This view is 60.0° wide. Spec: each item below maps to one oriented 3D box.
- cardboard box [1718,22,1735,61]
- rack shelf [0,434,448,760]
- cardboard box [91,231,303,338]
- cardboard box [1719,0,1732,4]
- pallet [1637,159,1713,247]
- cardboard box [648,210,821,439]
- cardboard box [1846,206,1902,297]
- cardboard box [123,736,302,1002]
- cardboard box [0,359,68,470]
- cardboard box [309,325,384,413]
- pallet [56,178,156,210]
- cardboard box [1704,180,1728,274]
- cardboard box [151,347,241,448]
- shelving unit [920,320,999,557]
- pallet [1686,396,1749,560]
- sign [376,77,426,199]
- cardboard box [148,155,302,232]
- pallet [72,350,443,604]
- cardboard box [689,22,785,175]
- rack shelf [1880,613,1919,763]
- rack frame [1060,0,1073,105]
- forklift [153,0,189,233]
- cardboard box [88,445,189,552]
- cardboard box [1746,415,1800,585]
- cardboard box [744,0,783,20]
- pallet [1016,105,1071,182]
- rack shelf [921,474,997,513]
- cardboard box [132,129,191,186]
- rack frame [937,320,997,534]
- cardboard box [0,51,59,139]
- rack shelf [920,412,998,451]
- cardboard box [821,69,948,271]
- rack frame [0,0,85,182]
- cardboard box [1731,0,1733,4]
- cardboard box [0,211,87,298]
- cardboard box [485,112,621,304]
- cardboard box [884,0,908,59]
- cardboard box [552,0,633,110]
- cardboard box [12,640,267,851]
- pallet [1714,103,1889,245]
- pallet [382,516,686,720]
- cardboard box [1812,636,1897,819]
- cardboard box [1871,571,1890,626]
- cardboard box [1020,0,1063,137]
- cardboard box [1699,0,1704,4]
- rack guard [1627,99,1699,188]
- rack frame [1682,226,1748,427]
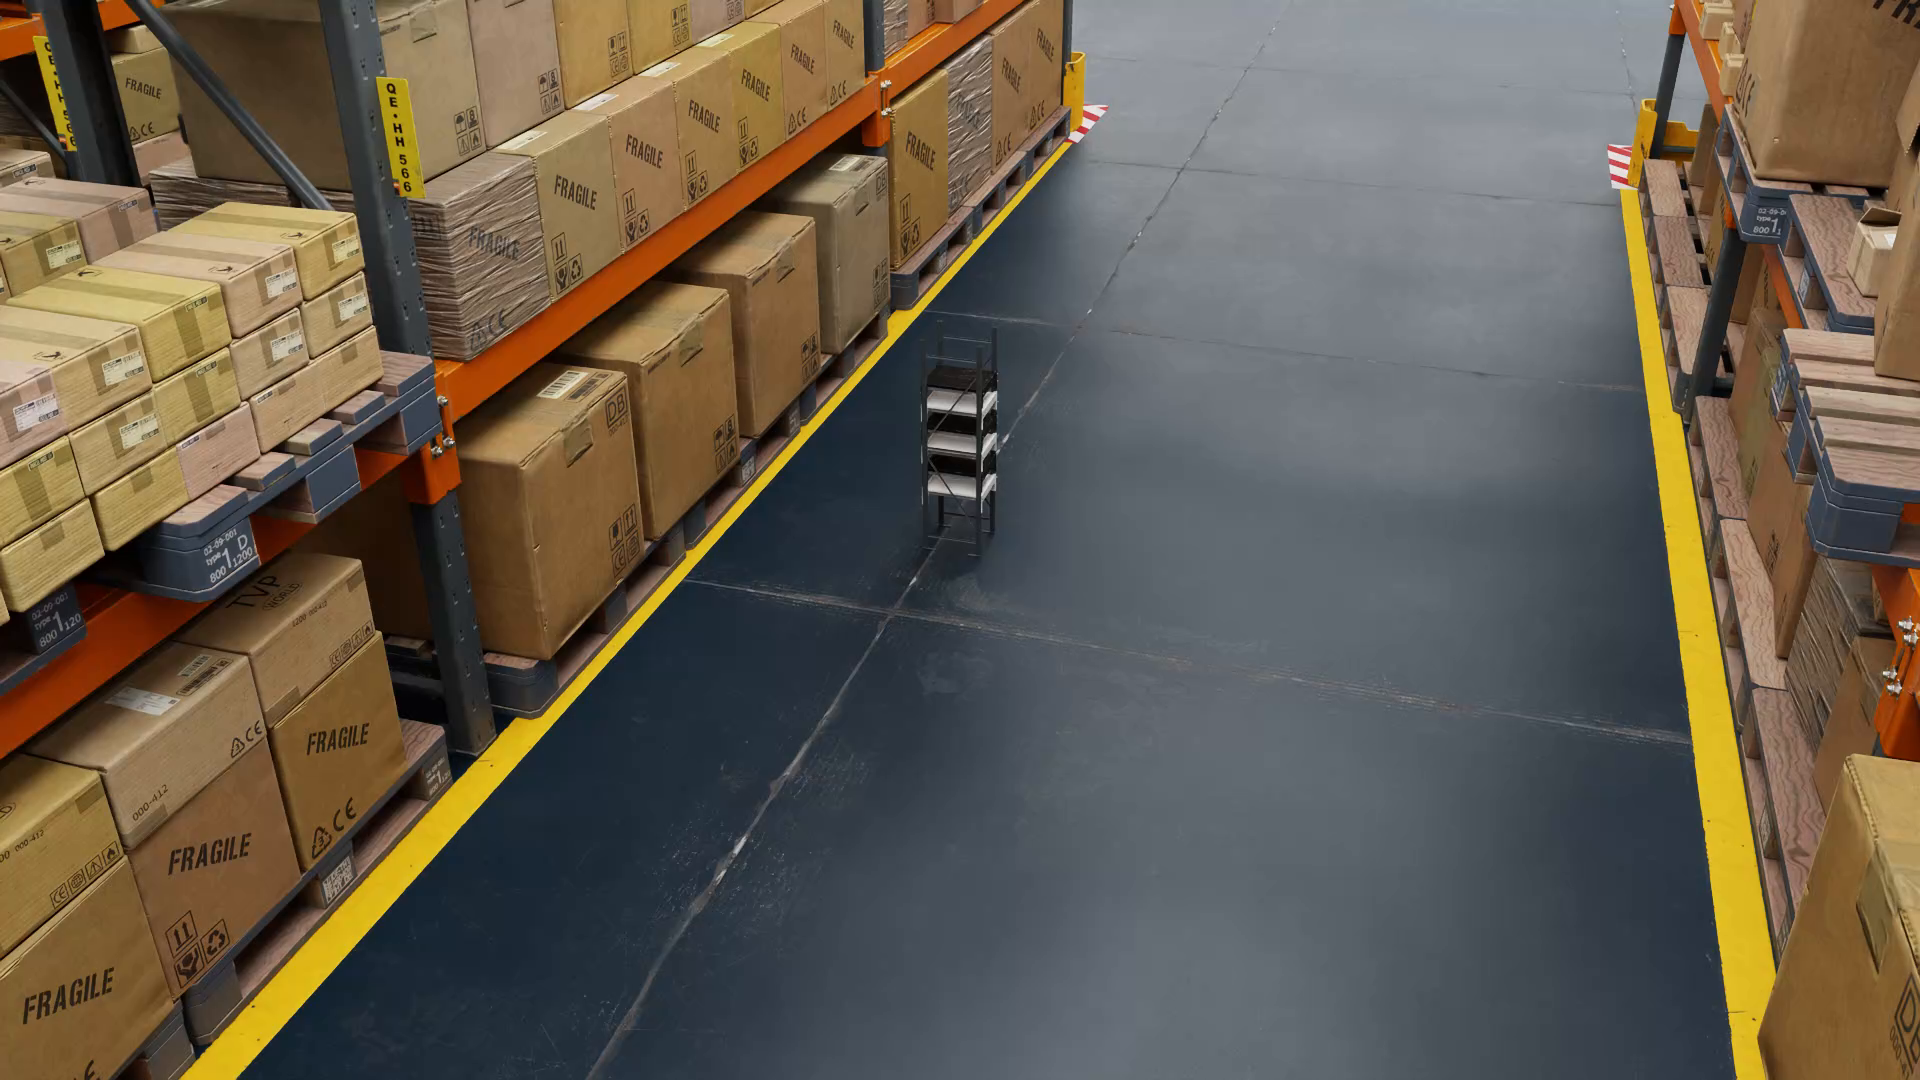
[{"bbox_3d":[4.081,-2.522,8.457,0.380,0.149,0.250,8,30,15],"label":"cardboard box"},{"bbox_3d":[-2.628,0.553,3.411,1.077,0.370,4.000,8,30,15],"label":"rack shelf"},{"bbox_3d":[-1.823,-0.615,3.985,0.380,0.149,0.250,8,30,14],"label":"cardboard box"},{"bbox_3d":[4.347,-2.864,9.071,0.380,0.149,0.250,8,30,15],"label":"cardboard box"},{"bbox_3d":[4.724,-2.028,10.178,1.003,0.211,1.213,8,30,15],"label":"pallet"},{"bbox_3d":[-1.250,-1.001,7.346,1.050,0.750,0.750,8,30,15],"label":"cardboard box"},{"bbox_3d":[2.902,-0.874,4.943,0.396,0.266,0.258,8,30,13],"label":"cardboard box"},{"bbox_3d":[-2.140,0.802,4.362,0.500,0.500,0.500,10,31,17],"label":"cardboard box"},{"bbox_3d":[-2.051,-0.257,3.342,0.380,0.149,0.250,9,30,15],"label":"cardboard box"},{"bbox_3d":[-1.746,-0.470,4.335,0.380,0.149,0.250,9,30,16],"label":"cardboard box"},{"bbox_3d":[-5.465,-2.308,10.681,1.003,0.211,1.213,8,30,15],"label":"pallet"},{"bbox_3d":[4.269,-1.633,8.740,0.500,0.500,0.500,6,30,10],"label":"cardboard box"},{"bbox_3d":[-1.902,-0.353,3.820,0.380,0.149,0.250,9,30,16],"label":"cardboard box"},{"bbox_3d":[-0.002,-0.389,6.524,0.258,0.900,0.210,8,30,15],"label":"shelving unit"},{"bbox_3d":[3.618,-0.214,6.918,1.003,0.211,1.213,8,30,15],"label":"pallet"},{"bbox_3d":[-1.519,-1.089,4.513,0.100,0.325,0.005,8,30,15],"label":"sign"},{"bbox_3d":[-2.166,-0.982,5.327,0.500,0.500,0.500,8,30,15],"label":"cardboard box"},{"bbox_3d":[-2.148,-0.261,4.330,1.213,0.211,1.003,8,30,15],"label":"pallet"},{"bbox_3d":[-1.061,-1.843,6.875,0.500,0.500,0.500,9,30,15],"label":"cardboard box"},{"bbox_3d":[2.084,1.308,2.054,1.077,0.370,4.000,8,30,15],"label":"rack shelf"},{"bbox_3d":[0.307,-4.409,11.590,1.000,3.000,0.127,8,30,15],"label":"rack frame"},{"bbox_3d":[-2.811,-2.207,7.703,1.130,2.935,3.031,4,29,7],"label":"forklift"},{"bbox_3d":[-1.973,-0.120,3.706,0.380,0.149,0.250,8,30,14],"label":"cardboard box"},{"bbox_3d":[3.322,-0.134,6.023,0.700,0.500,0.500,6,30,11],"label":"cardboard box"},{"bbox_3d":[-1.156,-2.560,7.134,0.700,0.500,0.500,8,30,14],"label":"cardboard box"},{"bbox_3d":[0.147,-2.807,11.579,1.003,0.211,1.213,8,30,15],"label":"pallet"},{"bbox_3d":[-0.002,-0.203,6.628,0.258,0.077,0.200,8,30,15],"label":"rack shelf"},{"bbox_3d":[-5.197,-2.427,10.423,0.500,0.250,0.500,7,30,13],"label":"cardboard box"},{"bbox_3d":[0.027,-0.437,6.609,0.240,0.900,0.006,8,30,15],"label":"rack frame"},{"bbox_3d":[-5.711,-2.832,10.380,0.500,0.500,0.500,8,30,14],"label":"cardboard box"},{"bbox_3d":[-0.002,-0.439,6.497,0.258,0.077,0.200,8,30,15],"label":"rack shelf"},{"bbox_3d":[-0.615,-2.087,9.170,0.875,0.875,0.875,9,30,16],"label":"cardboard box"},{"bbox_3d":[-5.629,-3.209,9.433,1.000,3.000,0.127,8,30,15],"label":"rack frame"},{"bbox_3d":[4.611,-3.100,8.829,0.875,0.500,0.500,8,30,15],"label":"cardboard box"},{"bbox_3d":[-2.438,-0.712,4.159,0.380,0.149,0.250,8,30,14],"label":"cardboard box"},{"bbox_3d":[-1.505,-1.141,5.613,0.500,0.500,0.500,8,30,14],"label":"cardboard box"},{"bbox_3d":[-0.770,-2.788,8.523,0.875,0.550,0.550,8,30,15],"label":"cardboard box"},{"bbox_3d":[-1.604,-1.853,5.864,0.700,0.500,0.500,8,30,14],"label":"cardboard box"},{"bbox_3d":[-2.129,0.482,4.166,0.500,0.250,0.500,9,30,16],"label":"cardboard box"},{"bbox_3d":[3.482,-1.377,6.337,1.003,0.211,1.213,8,30,15],"label":"pallet"},{"bbox_3d":[-1.738,0.172,6.224,1.003,0.211,1.213,8,30,15],"label":"pallet"},{"bbox_3d":[2.848,0.650,4.615,0.700,0.500,0.500,7,30,12],"label":"cardboard box"},{"bbox_3d":[2.985,0.073,4.881,0.500,0.250,0.500,12,31,20],"label":"cardboard box"},{"bbox_3d":[0.171,-3.339,11.421,0.875,0.875,0.875,9,30,15],"label":"cardboard box"},{"bbox_3d":[4.528,-3.218,9.708,0.380,0.149,0.250,8,30,15],"label":"cardboard box"},{"bbox_3d":[4.997,-2.526,10.777,1.175,0.500,0.348,8,30,15],"label":"rack guard"},{"bbox_3d":[3.845,-1.795,6.891,1.000,3.000,0.127,8,30,15],"label":"rack frame"}]
